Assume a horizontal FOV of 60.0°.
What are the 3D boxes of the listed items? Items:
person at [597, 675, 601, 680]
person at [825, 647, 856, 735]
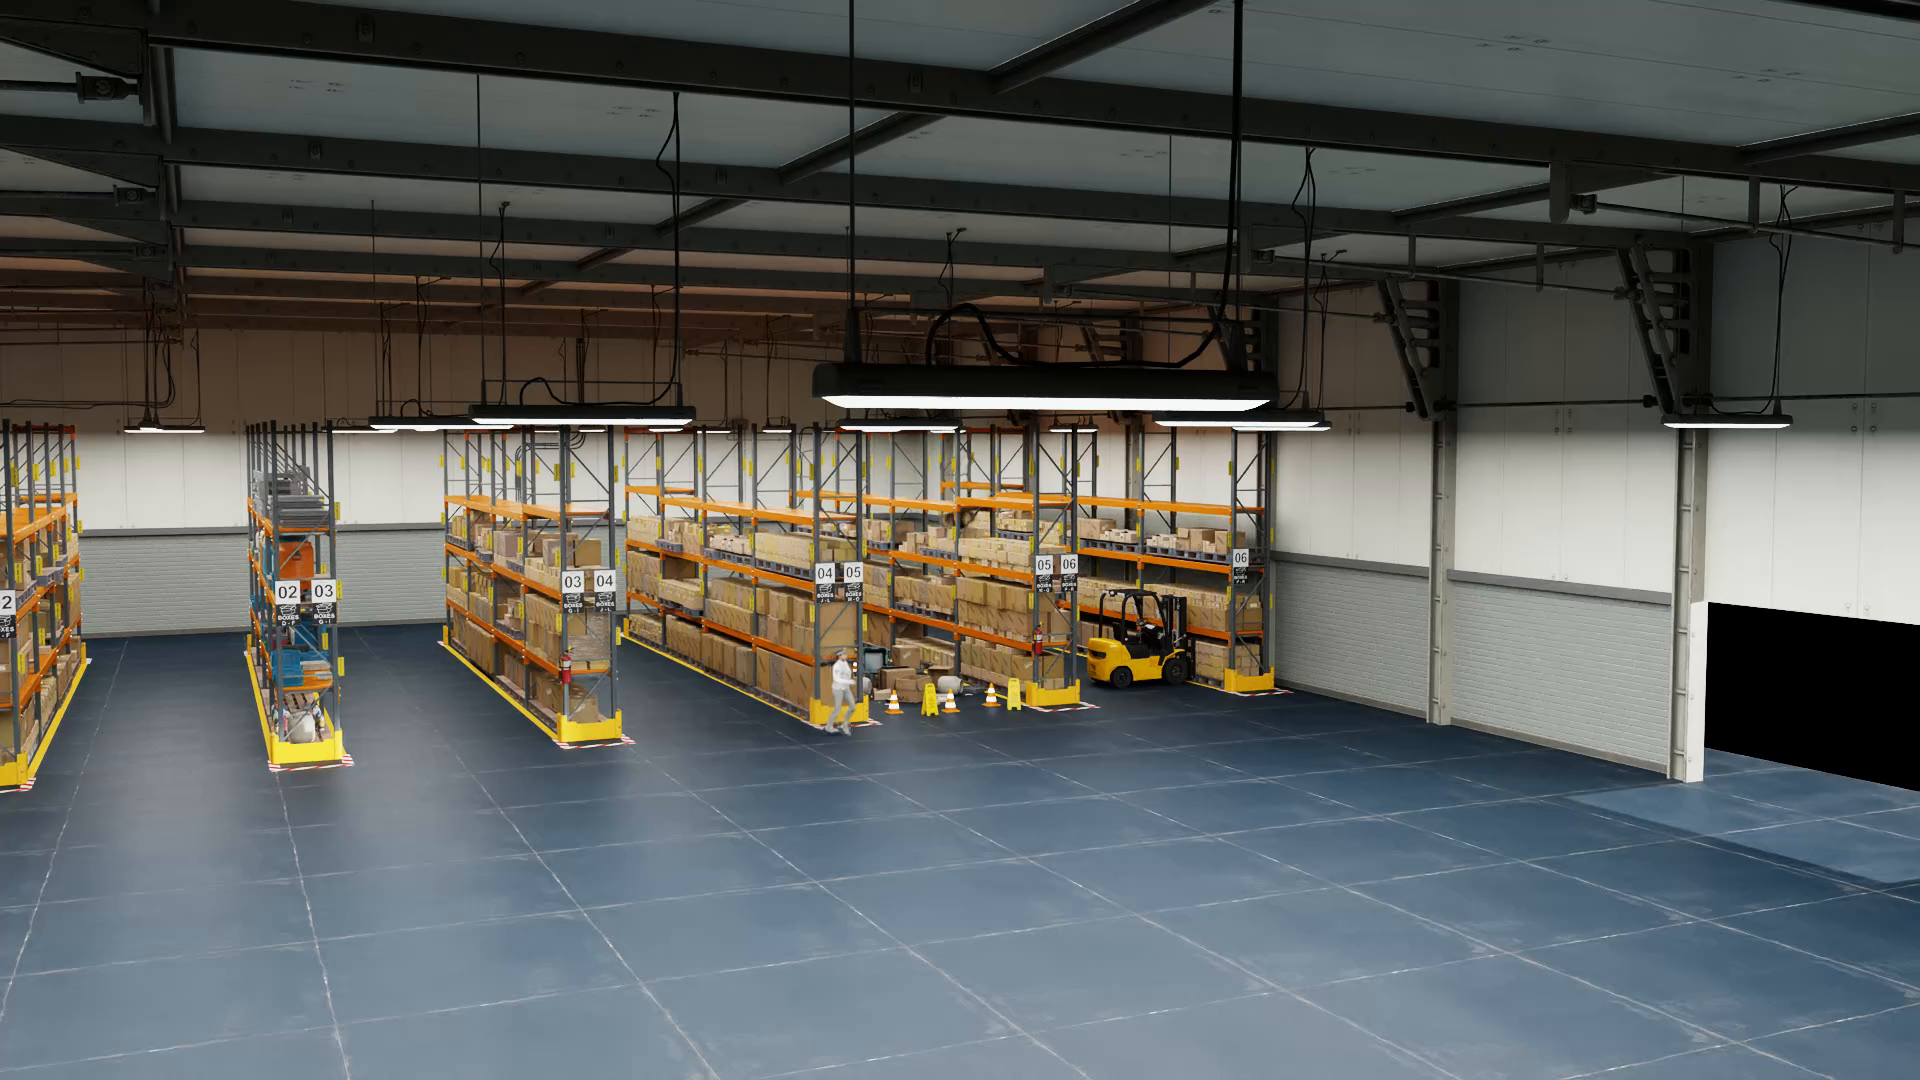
[{"bbox_3d":[-8.603,2.483,39.198,0.514,1.616,0.653,-2,4,-26],"label":"person"},{"bbox_3d":[-2.246,2.905,31.831,0.697,1.742,0.635,2,4,29],"label":"person"}]
